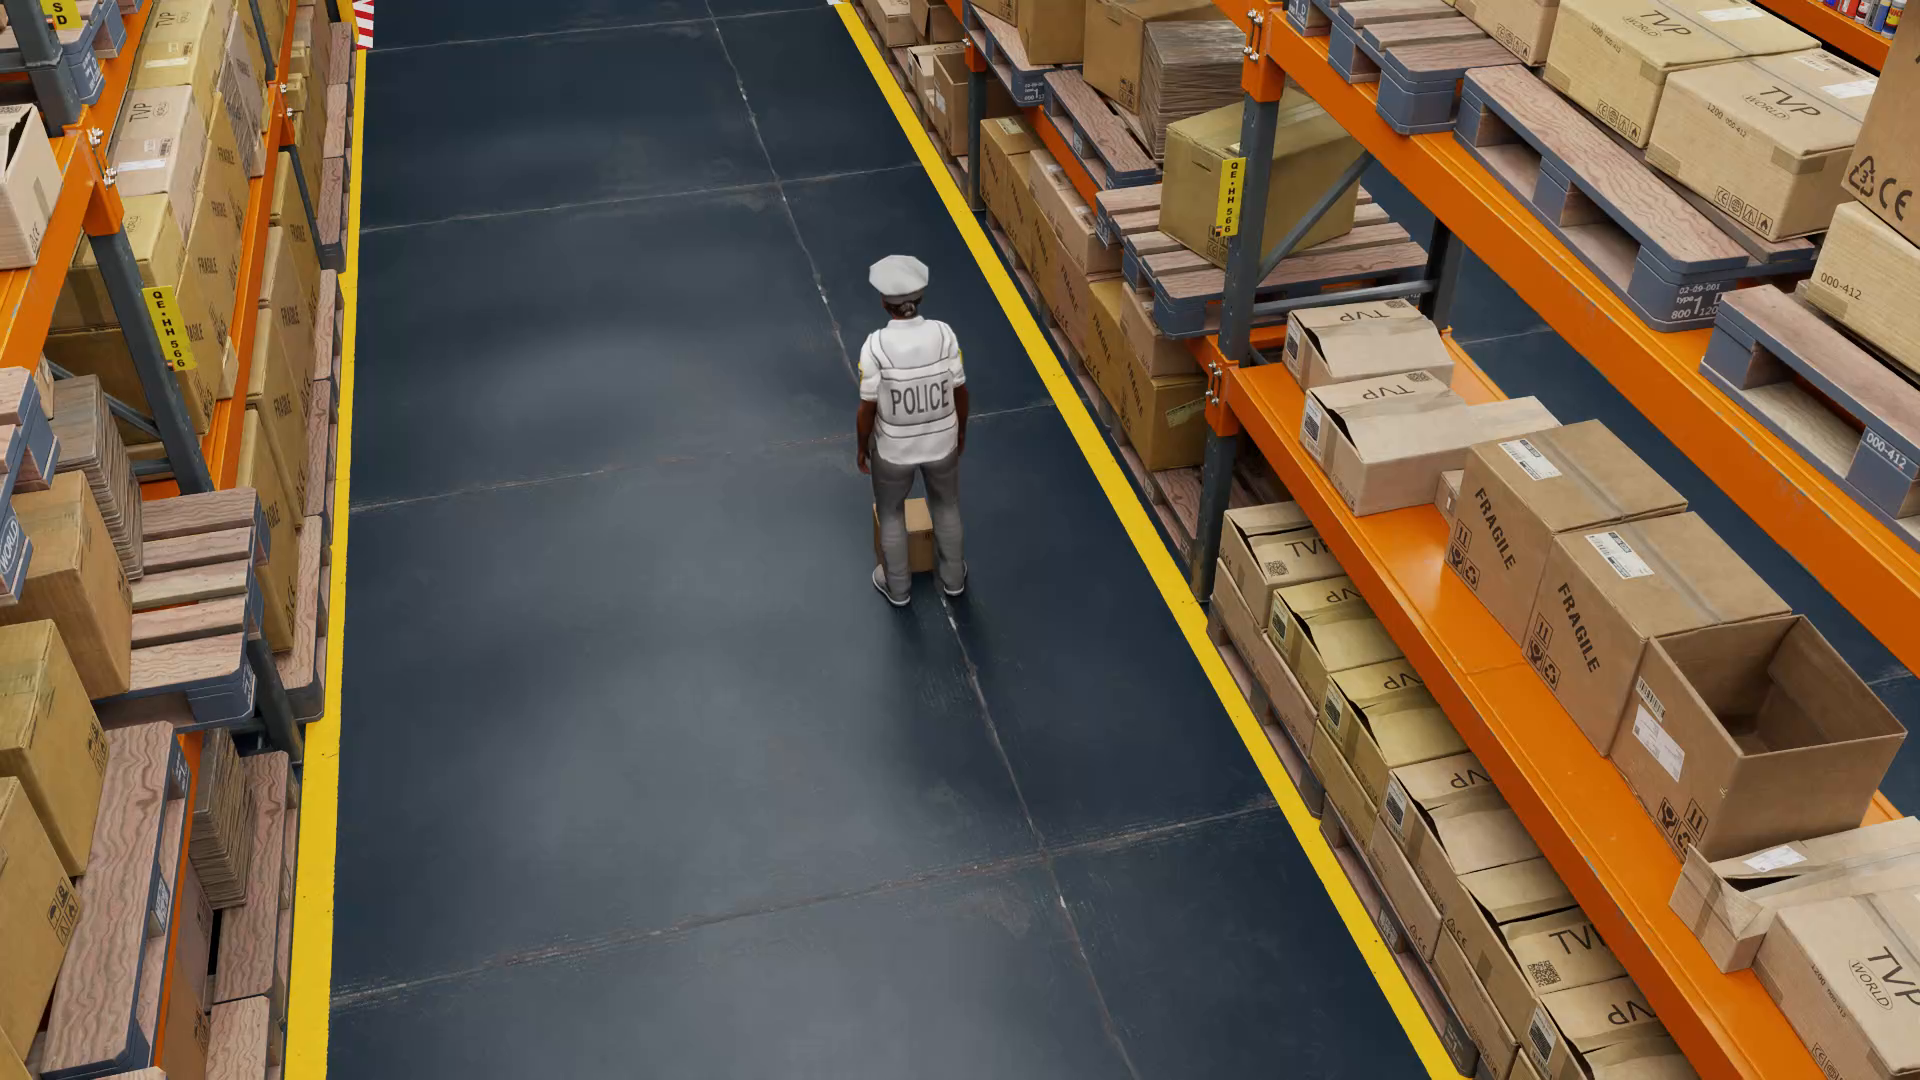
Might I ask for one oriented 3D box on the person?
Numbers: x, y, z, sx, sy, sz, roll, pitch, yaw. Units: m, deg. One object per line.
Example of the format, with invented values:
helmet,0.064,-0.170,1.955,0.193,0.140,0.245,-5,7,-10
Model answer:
person,-0.190,-0.423,7.249,0.504,1.657,0.394,-10,40,-13
